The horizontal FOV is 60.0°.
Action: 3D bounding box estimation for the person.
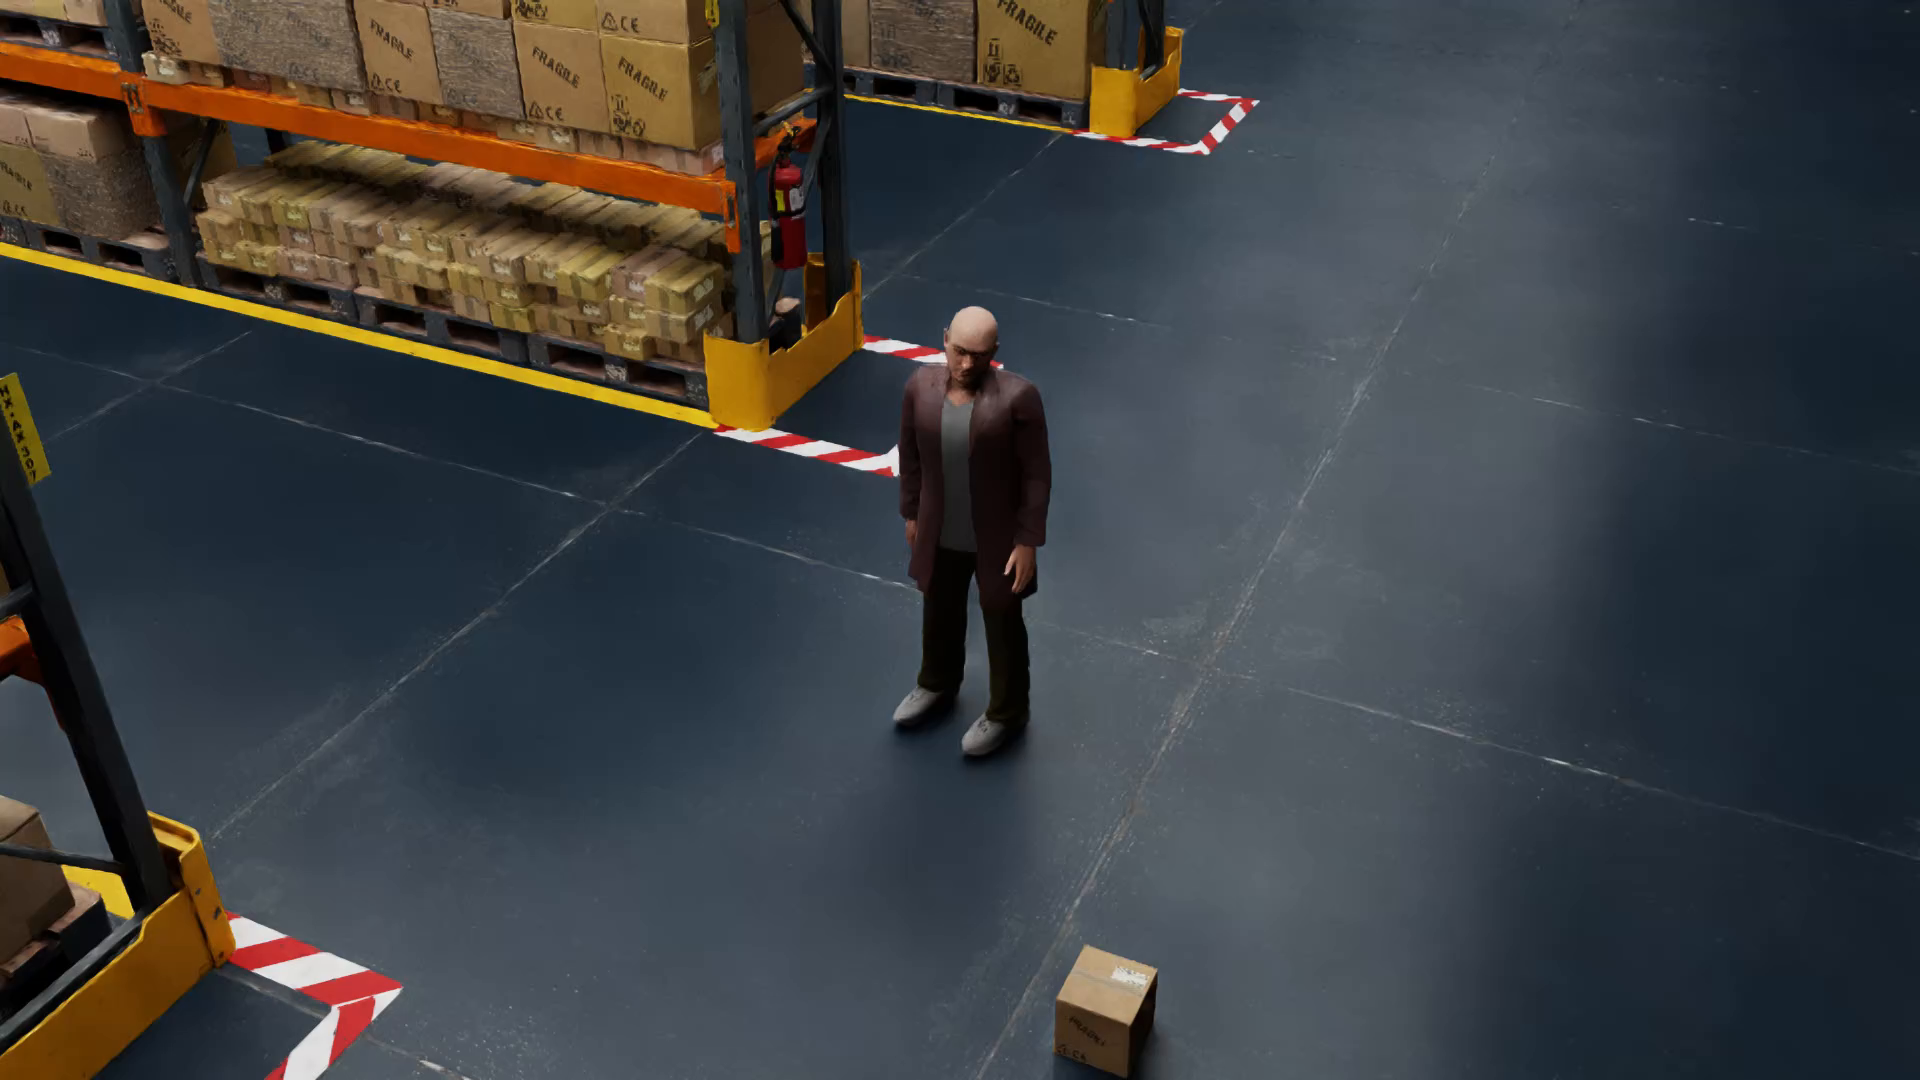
[{"bbox_3d":[0.031,-0.018,6.135,0.619,1.787,0.425,13,36,19],"label":"person"}]
